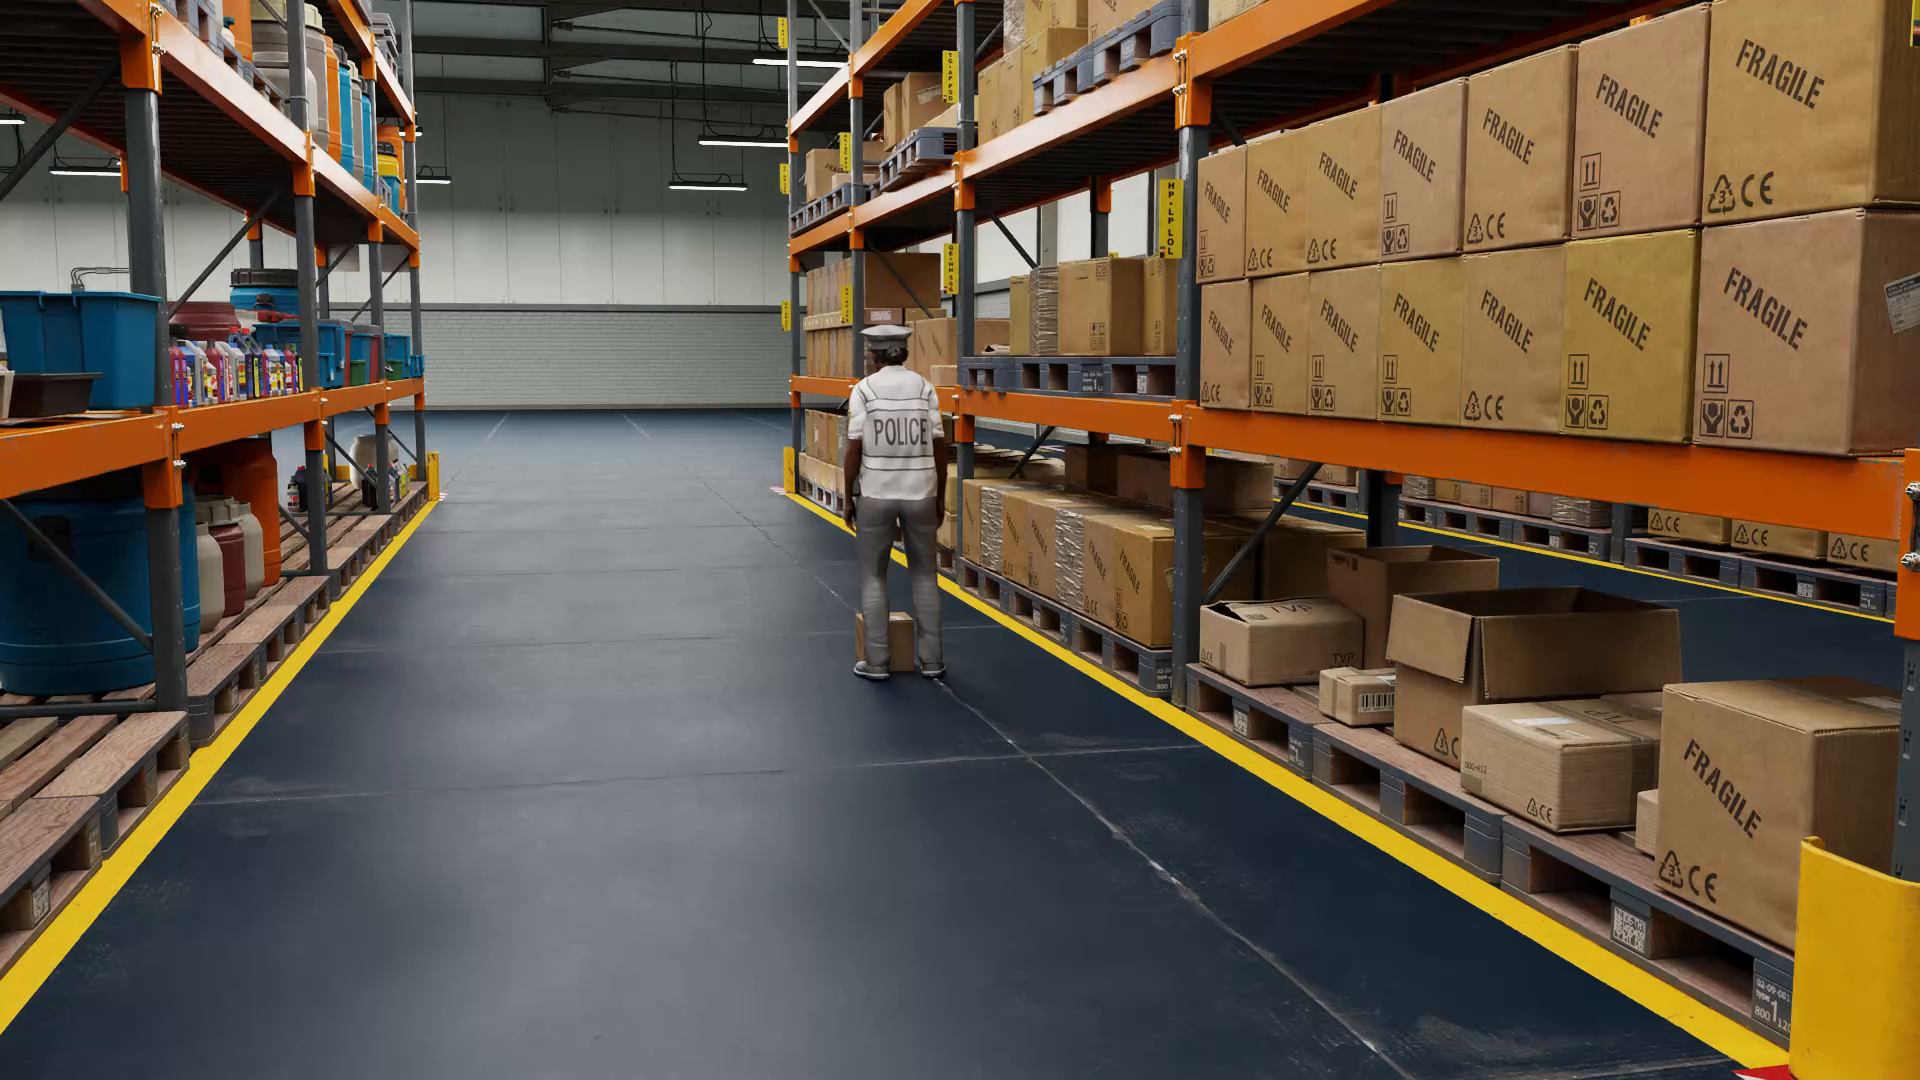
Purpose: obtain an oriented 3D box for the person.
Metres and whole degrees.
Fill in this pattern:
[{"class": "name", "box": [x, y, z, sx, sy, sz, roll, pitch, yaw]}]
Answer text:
[{"class": "person", "box": [-0.297, -0.178, 7.812, 0.505, 1.659, 0.392, -1, 6, -13]}]
